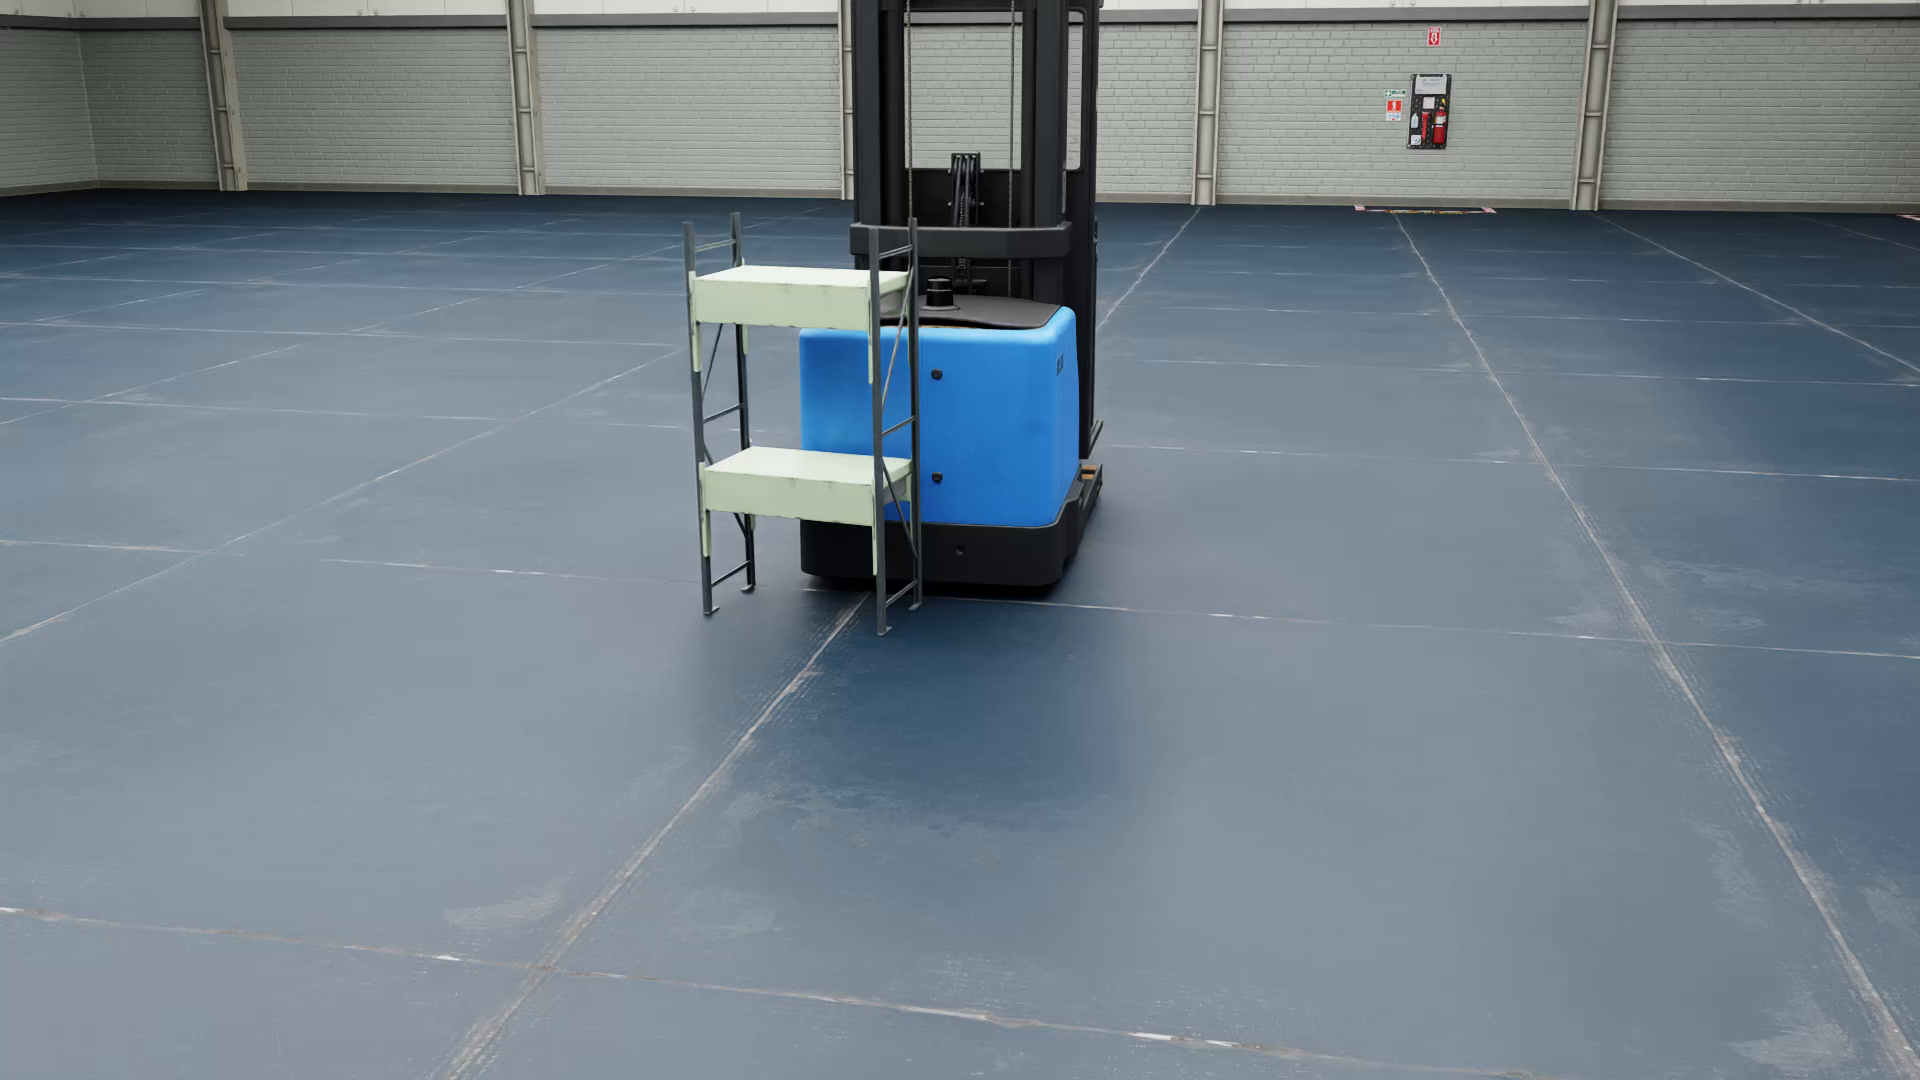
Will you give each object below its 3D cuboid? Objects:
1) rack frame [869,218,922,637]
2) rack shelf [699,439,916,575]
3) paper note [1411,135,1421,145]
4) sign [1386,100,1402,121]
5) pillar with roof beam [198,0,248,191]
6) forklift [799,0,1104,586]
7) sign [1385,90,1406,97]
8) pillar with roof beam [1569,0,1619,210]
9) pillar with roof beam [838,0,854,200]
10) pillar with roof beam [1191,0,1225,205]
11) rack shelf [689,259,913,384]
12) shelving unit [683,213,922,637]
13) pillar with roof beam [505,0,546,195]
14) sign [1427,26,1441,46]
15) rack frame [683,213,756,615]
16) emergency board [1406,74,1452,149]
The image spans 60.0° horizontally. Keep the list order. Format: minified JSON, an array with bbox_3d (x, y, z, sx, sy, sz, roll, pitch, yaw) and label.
[{"bbox_3d":[-0.233,-0.414,6.162,0.023,1.500,0.400,6,17,20],"label":"rack frame"},{"bbox_3d":[-0.574,-0.135,6.377,0.720,0.370,0.431,6,17,20],"label":"rack shelf"},{"bbox_3d":[7.361,-6.458,26.839,0.142,0.148,0.016,3,16,11],"label":"paper note"},{"bbox_3d":[6.999,-6.929,26.821,0.234,0.329,0.001,3,16,11],"label":"sign"},{"bbox_3d":[-14.442,-9.756,25.854,0.400,9.000,9.100,3,16,11],"label":"pillar with roof beam"},{"bbox_3d":[0.105,-1.578,7.697,1.130,2.935,3.031,3,16,9],"label":"forklift"},{"bbox_3d":[7.002,-7.182,26.741,0.331,0.109,0.001,3,16,11],"label":"sign"},{"bbox_3d":[9.077,-8.479,21.245,0.400,9.000,9.100,3,16,11],"label":"pillar with roof beam"},{"bbox_3d":[-2.683,-9.117,23.549,0.400,9.000,9.100,3,16,11],"label":"pillar with roof beam"},{"bbox_3d":[3.197,-8.798,22.397,0.400,9.000,9.100,3,16,11],"label":"pillar with roof beam"},{"bbox_3d":[-0.578,-0.822,6.174,0.720,0.370,0.431,6,17,20],"label":"rack shelf"},{"bbox_3d":[-0.576,-0.448,6.285,0.755,1.500,0.431,6,17,20],"label":"shelving unit"},{"bbox_3d":[-8.562,-9.437,24.702,0.400,9.000,9.100,3,16,11],"label":"pillar with roof beam"},{"bbox_3d":[7.532,-7.999,26.408,0.199,0.298,0.001,3,16,11],"label":"sign"},{"bbox_3d":[-0.919,-0.482,6.408,0.023,1.500,0.400,6,17,20],"label":"rack frame"},{"bbox_3d":[7.520,-6.856,26.622,0.643,1.169,0.194,3,16,11],"label":"emergency board"}]
